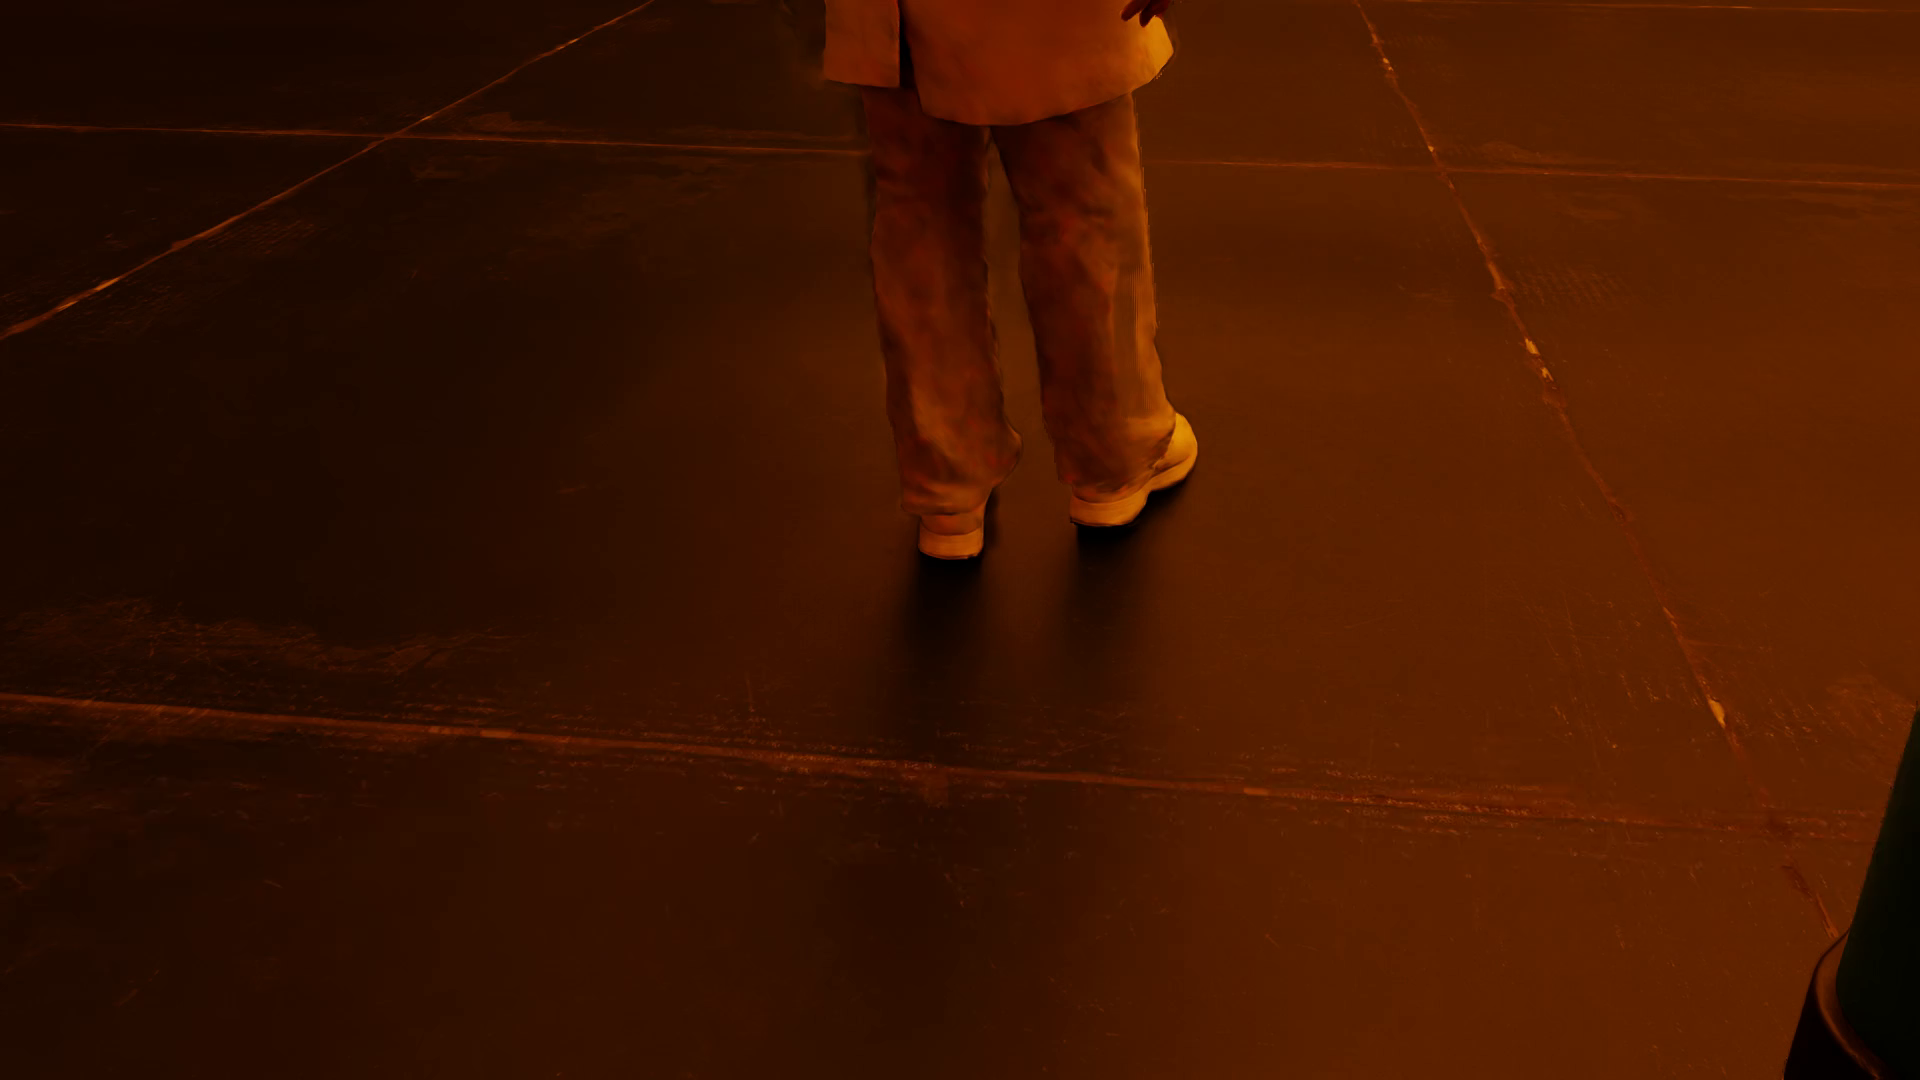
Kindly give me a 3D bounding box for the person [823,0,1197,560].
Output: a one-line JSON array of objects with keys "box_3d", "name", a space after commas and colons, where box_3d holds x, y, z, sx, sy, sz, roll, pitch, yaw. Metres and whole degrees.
[{"box_3d": [0.113, -0.842, 2.183, 0.672, 1.777, 0.693, -21, 34, -36], "name": "person"}]
